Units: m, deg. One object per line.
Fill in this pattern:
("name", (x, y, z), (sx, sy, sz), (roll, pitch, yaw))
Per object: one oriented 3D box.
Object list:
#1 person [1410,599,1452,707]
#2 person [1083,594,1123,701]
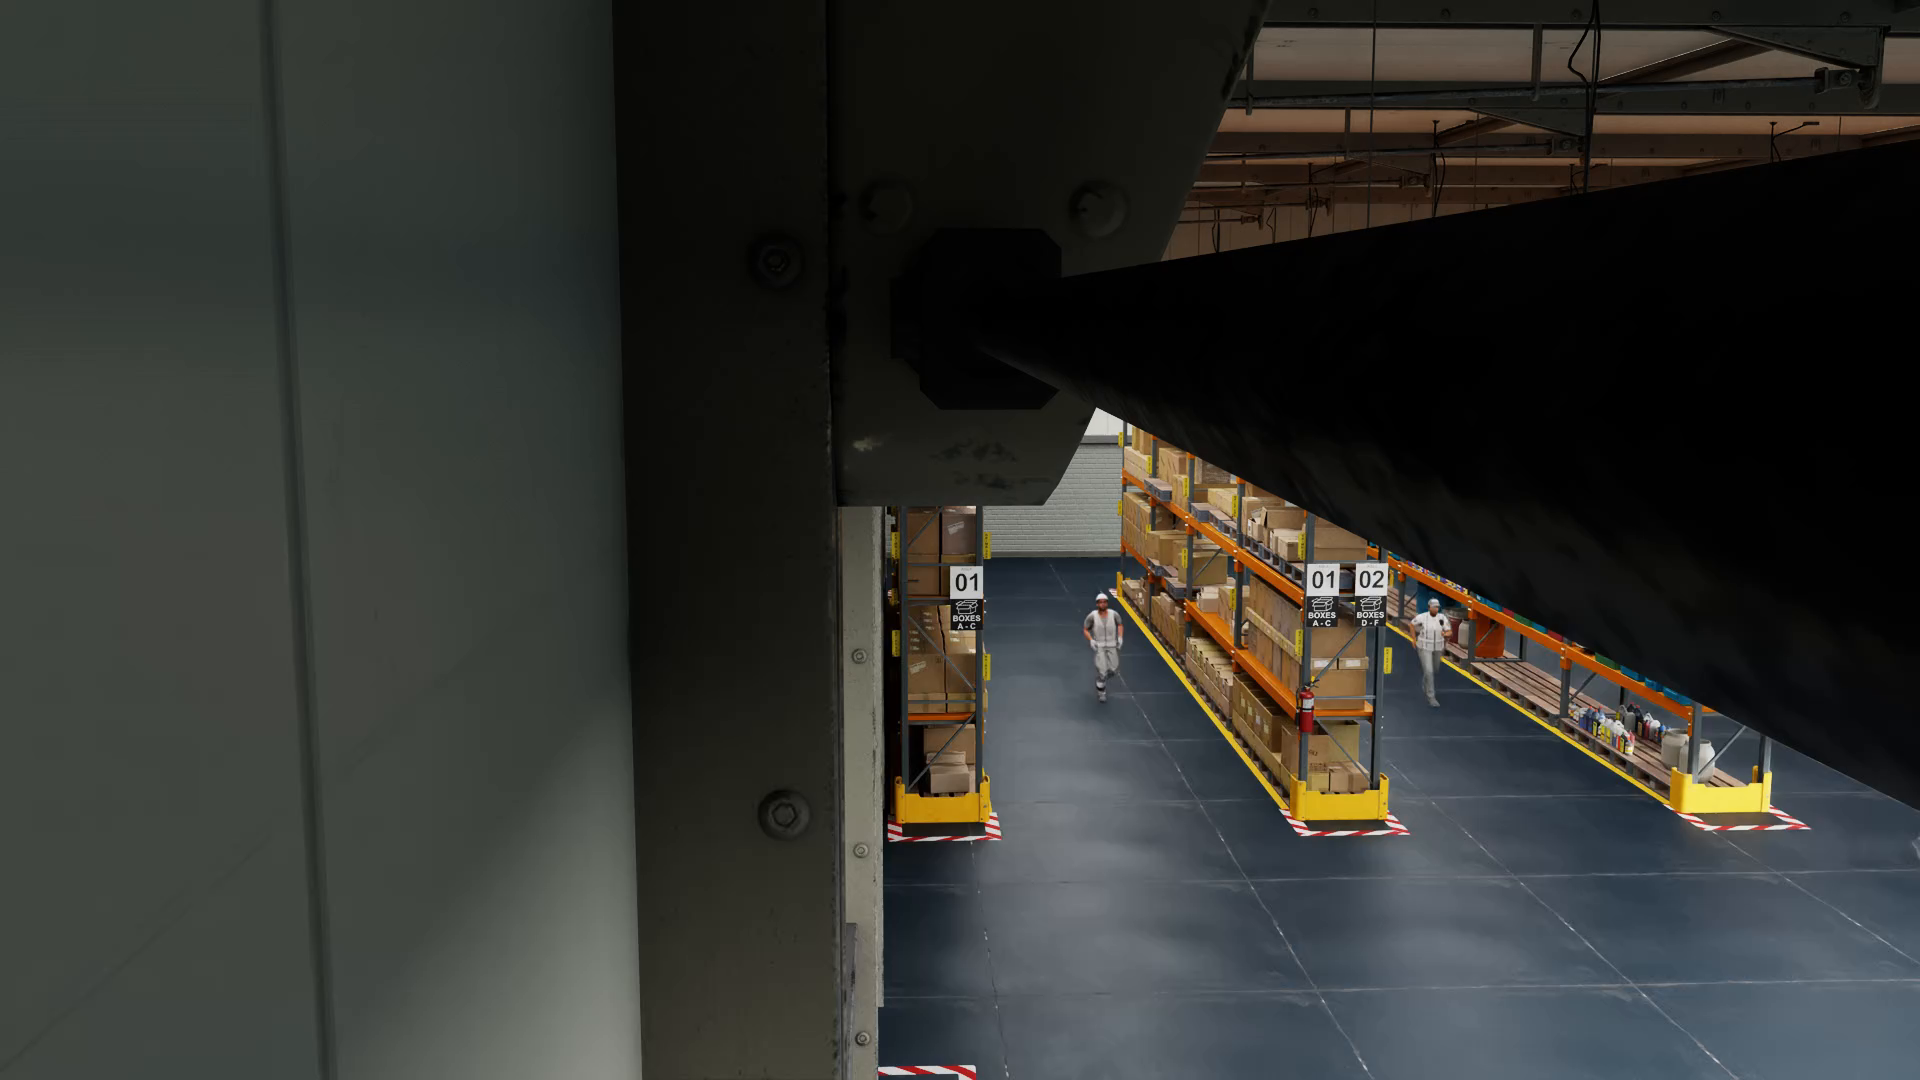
("person", (7.542, 1.752, 26.637), (0.599, 1.668, 0.937), (-1, 8, -5))
("person", (2.311, 1.725, 26.732), (0.661, 1.745, 0.548), (-1, 8, -7))
